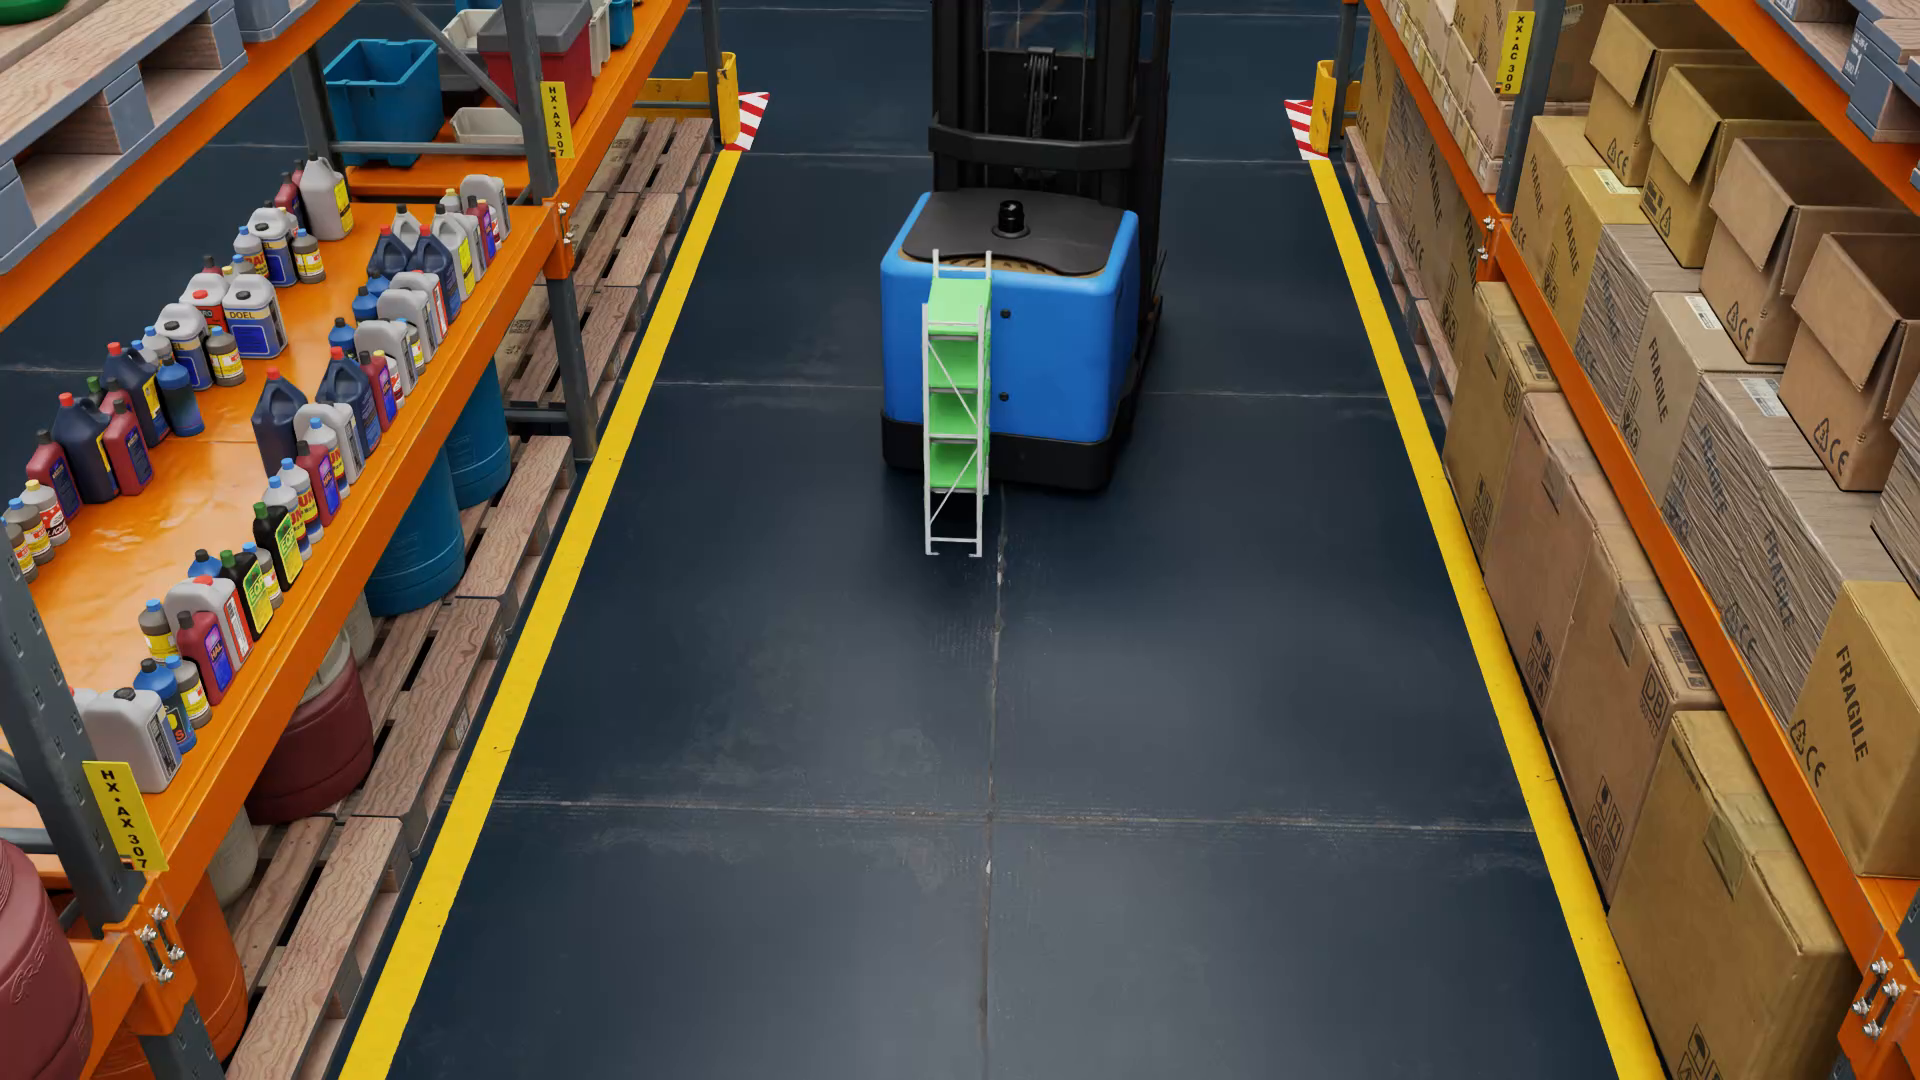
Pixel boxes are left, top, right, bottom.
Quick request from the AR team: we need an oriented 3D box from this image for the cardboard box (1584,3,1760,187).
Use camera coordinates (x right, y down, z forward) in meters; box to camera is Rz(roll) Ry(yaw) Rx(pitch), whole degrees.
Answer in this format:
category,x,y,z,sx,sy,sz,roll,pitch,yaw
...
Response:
category,x,y,z,sx,sy,sz,roll,pitch,yaw
cardboard box,2.720,-1.603,5.962,0.797,0.503,0.637,0,35,1

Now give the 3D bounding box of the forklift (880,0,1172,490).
category,x,y,z,sx,sy,sz,roll,pitch,yaw
forklift,0.467,-2.269,7.930,1.130,2.935,3.031,7,36,10

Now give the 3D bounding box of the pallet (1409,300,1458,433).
category,x,y,z,sx,sy,sz,roll,pitch,yaw
pallet,2.846,-0.813,8.223,1.003,0.211,1.213,1,35,2

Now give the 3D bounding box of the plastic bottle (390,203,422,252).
category,x,y,z,sx,sy,sz,roll,pitch,yaw
plastic bottle,-2.065,-1.080,6.222,0.144,0.351,0.185,1,35,2

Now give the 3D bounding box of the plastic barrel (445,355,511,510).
category,x,y,z,sx,sy,sz,roll,pitch,yaw
plastic barrel,-2.250,-0.634,7.003,0.600,0.901,0.708,1,35,2

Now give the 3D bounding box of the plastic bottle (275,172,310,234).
category,x,y,z,sx,sy,sz,roll,pitch,yaw
plastic bottle,-2.658,-1.308,6.604,0.061,0.283,0.133,1,35,2

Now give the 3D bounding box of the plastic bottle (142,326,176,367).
category,x,y,z,sx,sy,sz,roll,pitch,yaw
plastic bottle,-2.689,-0.592,5.596,0.097,0.271,0.097,0,35,0

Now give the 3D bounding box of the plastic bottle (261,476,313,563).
category,x,y,z,sx,sy,sz,roll,pitch,yaw
plastic bottle,-1.967,-0.064,4.845,0.097,0.271,0.097,0,35,0

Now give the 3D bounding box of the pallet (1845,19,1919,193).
category,x,y,z,sx,sy,sz,roll,pitch,yaw
pallet,2.550,-0.742,3.252,1.213,0.211,1.003,3,35,4

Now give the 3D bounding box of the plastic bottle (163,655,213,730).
category,x,y,z,sx,sy,sz,roll,pitch,yaw
plastic bottle,-1.996,0.383,4.269,0.097,0.201,0.097,0,35,0

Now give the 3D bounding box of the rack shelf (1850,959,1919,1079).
category,x,y,z,sx,sy,sz,roll,pitch,yaw
rack shelf,2.496,2.223,2.104,1.077,0.370,4.000,1,35,2

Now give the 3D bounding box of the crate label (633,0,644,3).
category,x,y,z,sx,sy,sz,roll,pitch,yaw
crate label,-1.916,-3.048,9.156,0.396,0.136,0.243,1,35,2

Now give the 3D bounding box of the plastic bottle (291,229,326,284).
category,x,y,z,sx,sy,sz,roll,pitch,yaw
plastic bottle,-2.500,-1.092,6.368,0.097,0.201,0.097,0,35,0

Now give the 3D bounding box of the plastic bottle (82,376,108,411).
category,x,y,z,sx,sy,sz,roll,pitch,yaw
plastic bottle,-2.723,-0.369,5.268,0.061,0.283,0.133,1,35,2

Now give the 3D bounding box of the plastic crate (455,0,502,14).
category,x,y,z,sx,sy,sz,roll,pitch,yaw
plastic crate,-2.455,-2.824,8.753,0.416,0.233,0.300,1,35,2

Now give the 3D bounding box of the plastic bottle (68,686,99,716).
category,x,y,z,sx,sy,sz,roll,pitch,yaw
plastic bottle,-2.184,0.471,4.079,0.152,0.276,0.135,1,35,2

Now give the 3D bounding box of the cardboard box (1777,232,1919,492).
category,x,y,z,sx,sy,sz,roll,pitch,yaw
cardboard box,2.651,-0.466,4.345,0.797,0.503,0.637,2,35,3

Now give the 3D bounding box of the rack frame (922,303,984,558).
category,x,y,z,sx,sy,sz,roll,pitch,yaw
rack frame,-0.027,-0.423,6.809,0.240,1.200,0.015,2,35,3

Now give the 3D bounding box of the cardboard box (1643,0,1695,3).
category,x,y,z,sx,sy,sz,roll,pitch,yaw
cardboard box,3.012,-2.155,6.927,0.500,0.500,0.500,1,35,2

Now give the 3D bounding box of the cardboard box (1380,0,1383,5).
category,x,y,z,sx,sy,sz,roll,pitch,yaw
cardboard box,2.526,-3.073,9.233,0.380,0.149,0.250,1,35,1

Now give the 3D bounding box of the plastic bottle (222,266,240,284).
category,x,y,z,sx,sy,sz,roll,pitch,yaw
plastic bottle,-2.665,-0.907,6.104,0.097,0.201,0.097,0,35,0

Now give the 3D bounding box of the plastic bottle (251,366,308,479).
category,x,y,z,sx,sy,sz,roll,pitch,yaw
plastic bottle,-2.123,-0.370,5.211,0.144,0.351,0.185,1,35,2

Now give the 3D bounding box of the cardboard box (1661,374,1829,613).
category,x,y,z,sx,sy,sz,roll,pitch,yaw
cardboard box,2.393,-0.135,4.747,0.500,0.500,0.500,0,35,0

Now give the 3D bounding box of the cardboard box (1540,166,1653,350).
category,x,y,z,sx,sy,sz,roll,pitch,yaw
cardboard box,2.450,-1.012,5.994,0.500,0.500,0.500,1,35,2

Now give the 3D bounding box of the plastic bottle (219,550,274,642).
category,x,y,z,sx,sy,sz,roll,pitch,yaw
plastic bottle,-1.962,0.130,4.558,0.061,0.283,0.133,1,35,2

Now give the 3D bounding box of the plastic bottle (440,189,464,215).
category,x,y,z,sx,sy,sz,roll,pitch,yaw
plastic bottle,-2.030,-1.310,6.678,0.097,0.201,0.097,0,35,0

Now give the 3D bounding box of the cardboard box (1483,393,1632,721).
category,x,y,z,sx,sy,sz,roll,pitch,yaw
cardboard box,2.697,0.060,6.038,1.225,0.875,0.875,0,35,0

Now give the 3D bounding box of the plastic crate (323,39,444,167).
category,x,y,z,sx,sy,sz,roll,pitch,yaw
plastic crate,-2.534,-1.927,7.345,0.392,0.384,0.575,1,35,2

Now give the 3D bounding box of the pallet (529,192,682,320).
category,x,y,z,sx,sy,sz,roll,pitch,yaw
pallet,-2.174,-1.618,9.369,1.003,0.211,1.213,1,35,2

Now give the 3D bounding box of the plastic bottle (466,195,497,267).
category,x,y,z,sx,sy,sz,roll,pitch,yaw
plastic bottle,-1.868,-1.217,6.475,0.061,0.283,0.133,1,35,2

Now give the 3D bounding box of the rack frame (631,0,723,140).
category,x,y,z,sx,sy,sz,roll,pitch,yaw
rack frame,-2.051,-3.931,10.235,1.000,3.000,0.127,1,35,2

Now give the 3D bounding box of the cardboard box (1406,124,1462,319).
category,x,y,z,sx,sy,sz,roll,pitch,yaw
cardboard box,2.880,-1.716,8.565,0.875,0.875,0.875,1,35,2

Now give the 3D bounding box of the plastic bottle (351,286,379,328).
category,x,y,z,sx,sy,sz,roll,pitch,yaw
plastic bottle,-2.070,-0.762,5.837,0.097,0.271,0.097,0,35,0

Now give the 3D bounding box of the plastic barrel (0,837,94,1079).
category,x,y,z,sx,sy,sz,roll,pitch,yaw
plastic barrel,-2.088,0.883,3.266,0.600,0.536,0.708,1,35,2

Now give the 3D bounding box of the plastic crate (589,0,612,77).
category,x,y,z,sx,sy,sz,roll,pitch,yaw
plastic crate,-1.966,-2.482,8.224,0.437,0.282,0.530,1,35,2

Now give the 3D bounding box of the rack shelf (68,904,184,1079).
category,x,y,z,sx,sy,sz,roll,pitch,yaw
rack shelf,-2.452,2.109,2.267,1.077,0.370,4.000,1,35,2

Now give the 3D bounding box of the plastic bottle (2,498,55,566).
category,x,y,z,sx,sy,sz,roll,pitch,yaw
plastic bottle,-2.727,-0.030,4.857,0.097,0.201,0.097,0,35,0

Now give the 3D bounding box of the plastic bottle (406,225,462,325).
category,x,y,z,sx,sy,sz,roll,pitch,yaw
plastic bottle,-1.929,-0.971,6.066,0.144,0.351,0.185,1,35,2

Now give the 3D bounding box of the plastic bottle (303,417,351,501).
category,x,y,z,sx,sy,sz,roll,pitch,yaw
plastic bottle,-1.953,-0.253,5.113,0.097,0.271,0.097,0,35,0

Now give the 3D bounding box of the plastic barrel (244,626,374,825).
category,x,y,z,sx,sy,sz,roll,pitch,yaw
plastic barrel,-2.324,0.550,5.591,0.600,0.588,0.708,1,35,2

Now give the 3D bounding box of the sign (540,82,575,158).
category,x,y,z,sx,sy,sz,roll,pitch,yaw
sign,-1.662,-1.732,6.866,0.100,0.325,0.005,1,35,2

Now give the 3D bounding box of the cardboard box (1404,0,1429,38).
category,x,y,z,sx,sy,sz,roll,pitch,yaw
cardboard box,2.555,-2.720,8.384,0.500,0.250,0.500,1,35,1

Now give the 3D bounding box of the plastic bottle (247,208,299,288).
category,x,y,z,sx,sy,sz,roll,pitch,yaw
plastic bottle,-2.625,-1.115,6.336,0.152,0.276,0.135,1,35,2

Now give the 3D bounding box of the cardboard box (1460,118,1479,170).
category,x,y,z,sx,sy,sz,roll,pitch,yaw
cardboard box,2.432,-1.747,7.345,0.380,0.149,0.250,2,35,3

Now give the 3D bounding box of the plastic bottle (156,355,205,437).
category,x,y,z,sx,sy,sz,roll,pitch,yaw
plastic bottle,-2.553,-0.477,5.432,0.097,0.271,0.097,0,35,0

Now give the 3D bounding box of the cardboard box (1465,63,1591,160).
category,x,y,z,sx,sy,sz,roll,pitch,yaw
cardboard box,2.493,-1.839,7.129,0.500,0.250,0.500,1,35,1

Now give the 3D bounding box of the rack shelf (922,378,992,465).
category,x,y,z,sx,sy,sz,roll,pitch,yaw
rack shelf,-0.009,-0.511,7.045,0.258,0.148,0.480,2,35,3

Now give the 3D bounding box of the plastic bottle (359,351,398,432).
category,x,y,z,sx,sy,sz,roll,pitch,yaw
plastic bottle,-1.918,-0.507,5.464,0.061,0.283,0.133,1,35,2

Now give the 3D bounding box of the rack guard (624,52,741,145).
category,x,y,z,sx,sy,sz,roll,pitch,yaw
rack guard,-2.063,-2.923,10.974,1.175,0.500,0.348,1,35,2

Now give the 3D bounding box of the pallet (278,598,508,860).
category,x,y,z,sx,sy,sz,roll,pitch,yaw
pallet,-2.330,0.653,6.137,1.003,0.211,1.213,1,35,2

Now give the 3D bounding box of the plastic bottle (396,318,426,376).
category,x,y,z,sx,sy,sz,roll,pitch,yaw
plastic bottle,-1.922,-0.674,5.773,0.097,0.201,0.097,0,35,0

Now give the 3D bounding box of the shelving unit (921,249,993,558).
category,x,y,z,sx,sy,sz,roll,pitch,yaw
shelving unit,-0.009,-0.563,7.008,0.258,1.200,0.503,2,35,3

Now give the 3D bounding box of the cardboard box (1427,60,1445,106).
category,x,y,z,sx,sy,sz,roll,pitch,yaw
cardboard box,2.463,-2.190,7.976,0.380,0.149,0.250,2,35,3

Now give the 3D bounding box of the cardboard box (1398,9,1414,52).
category,x,y,z,sx,sy,sz,roll,pitch,yaw
cardboard box,2.494,-2.634,8.607,0.380,0.149,0.250,0,35,1
